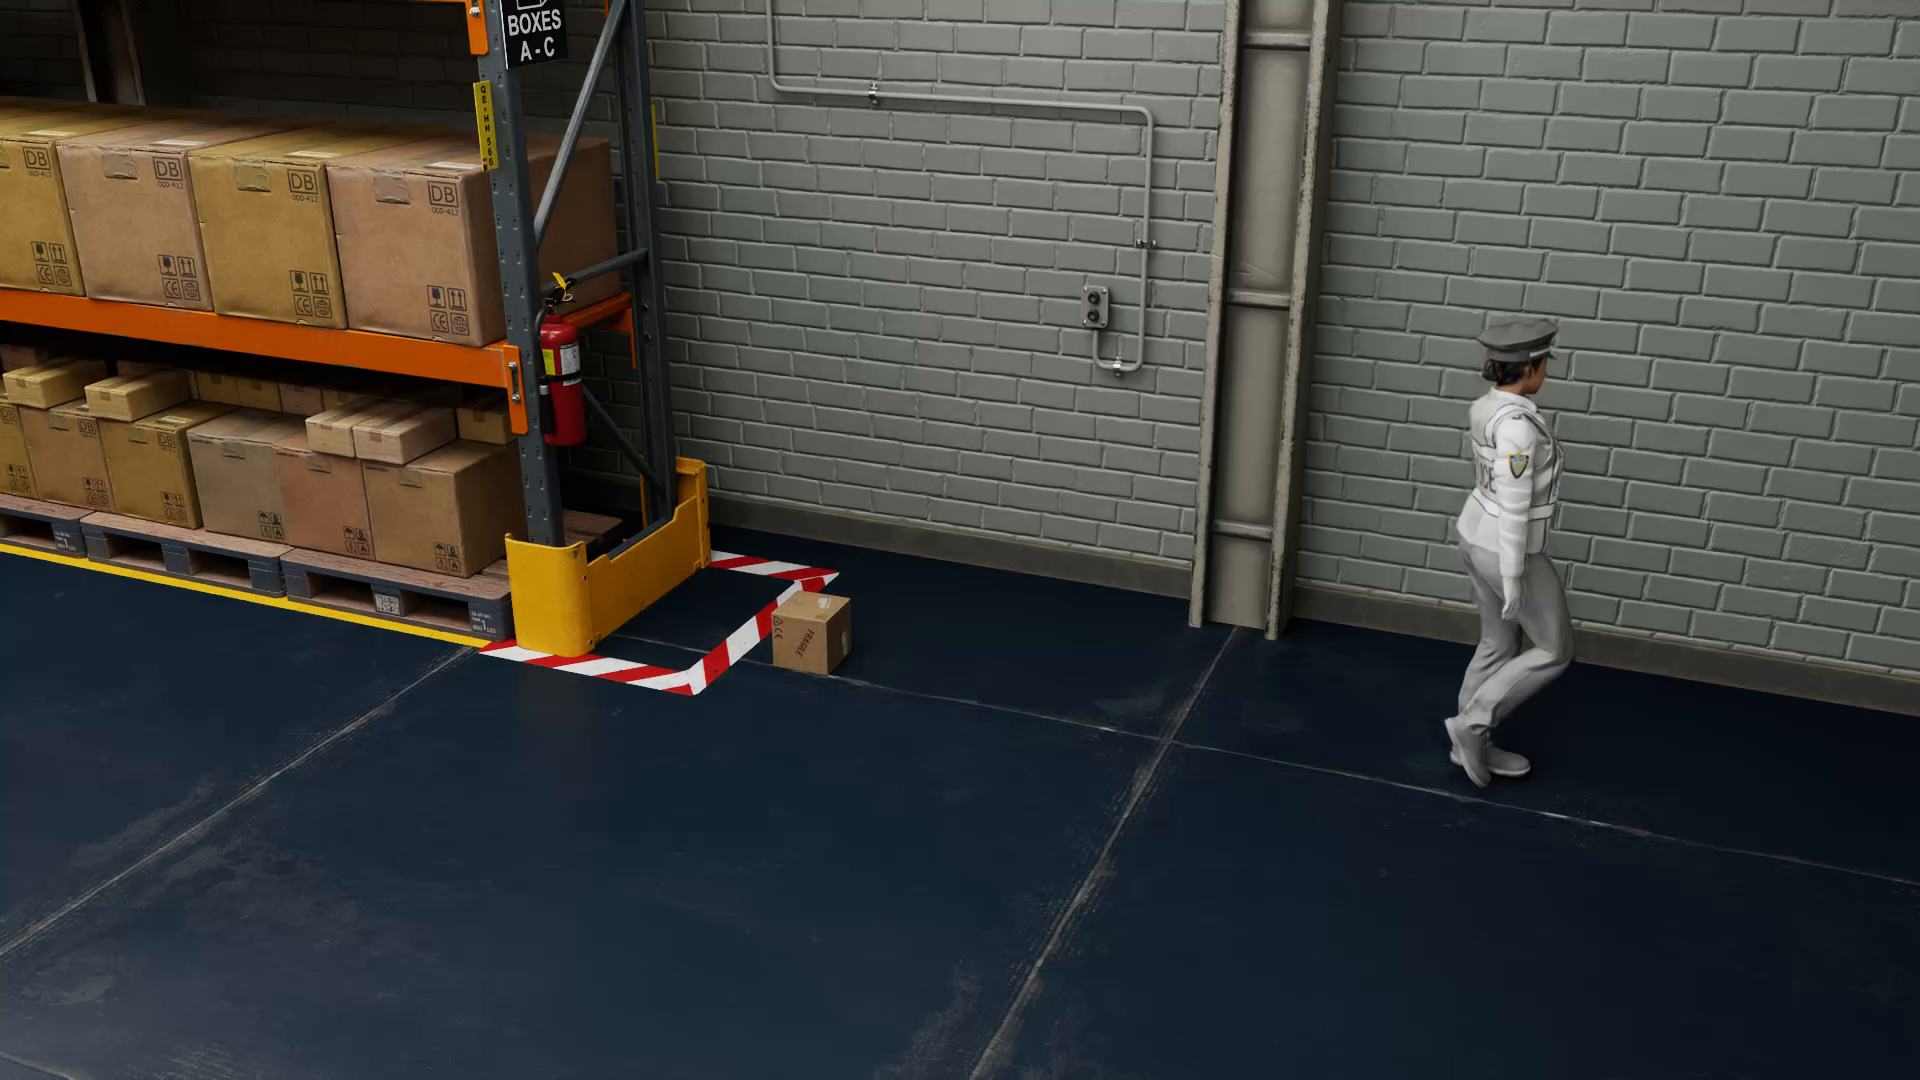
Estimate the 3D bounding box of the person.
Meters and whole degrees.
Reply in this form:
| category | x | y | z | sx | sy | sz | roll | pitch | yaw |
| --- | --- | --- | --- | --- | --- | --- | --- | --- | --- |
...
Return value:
| category | x | y | z | sx | sy | sz | roll | pitch | yaw |
| --- | --- | --- | --- | --- | --- | --- | --- | --- | --- |
| person | 1.965 | 0.053 | 5.905 | 0.426 | 1.655 | 0.544 | 1 | 22 | 2 |
